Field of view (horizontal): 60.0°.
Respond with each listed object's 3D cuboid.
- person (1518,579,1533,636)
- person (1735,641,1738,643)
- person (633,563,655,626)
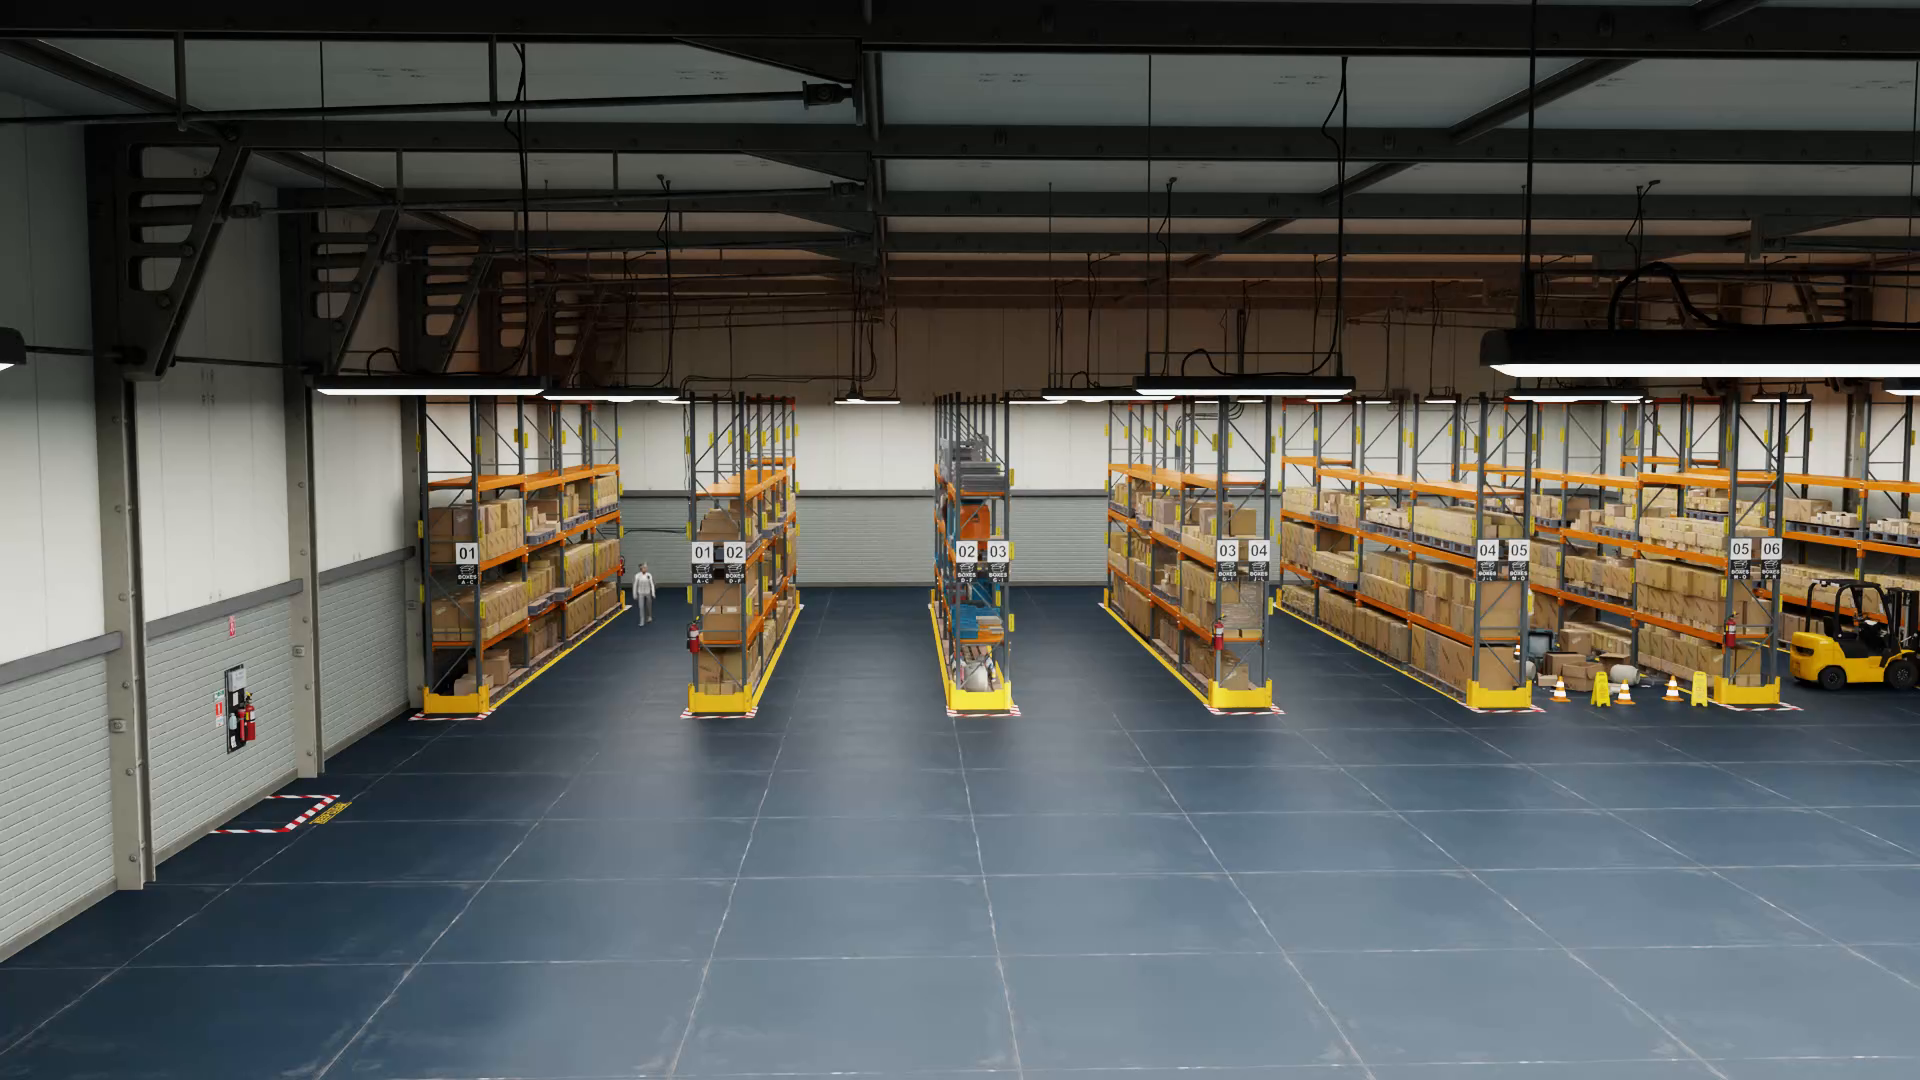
[{"bbox_3d":[13.064,1.741,38.626,0.484,1.772,0.595,2,5,28],"label":"person"},{"bbox_3d":[17.021,1.930,36.595,0.605,1.755,0.664,-4,6,-39],"label":"person"},{"bbox_3d":[-8.305,1.404,43.706,0.587,1.635,1.009,-1,5,-7],"label":"person"}]
